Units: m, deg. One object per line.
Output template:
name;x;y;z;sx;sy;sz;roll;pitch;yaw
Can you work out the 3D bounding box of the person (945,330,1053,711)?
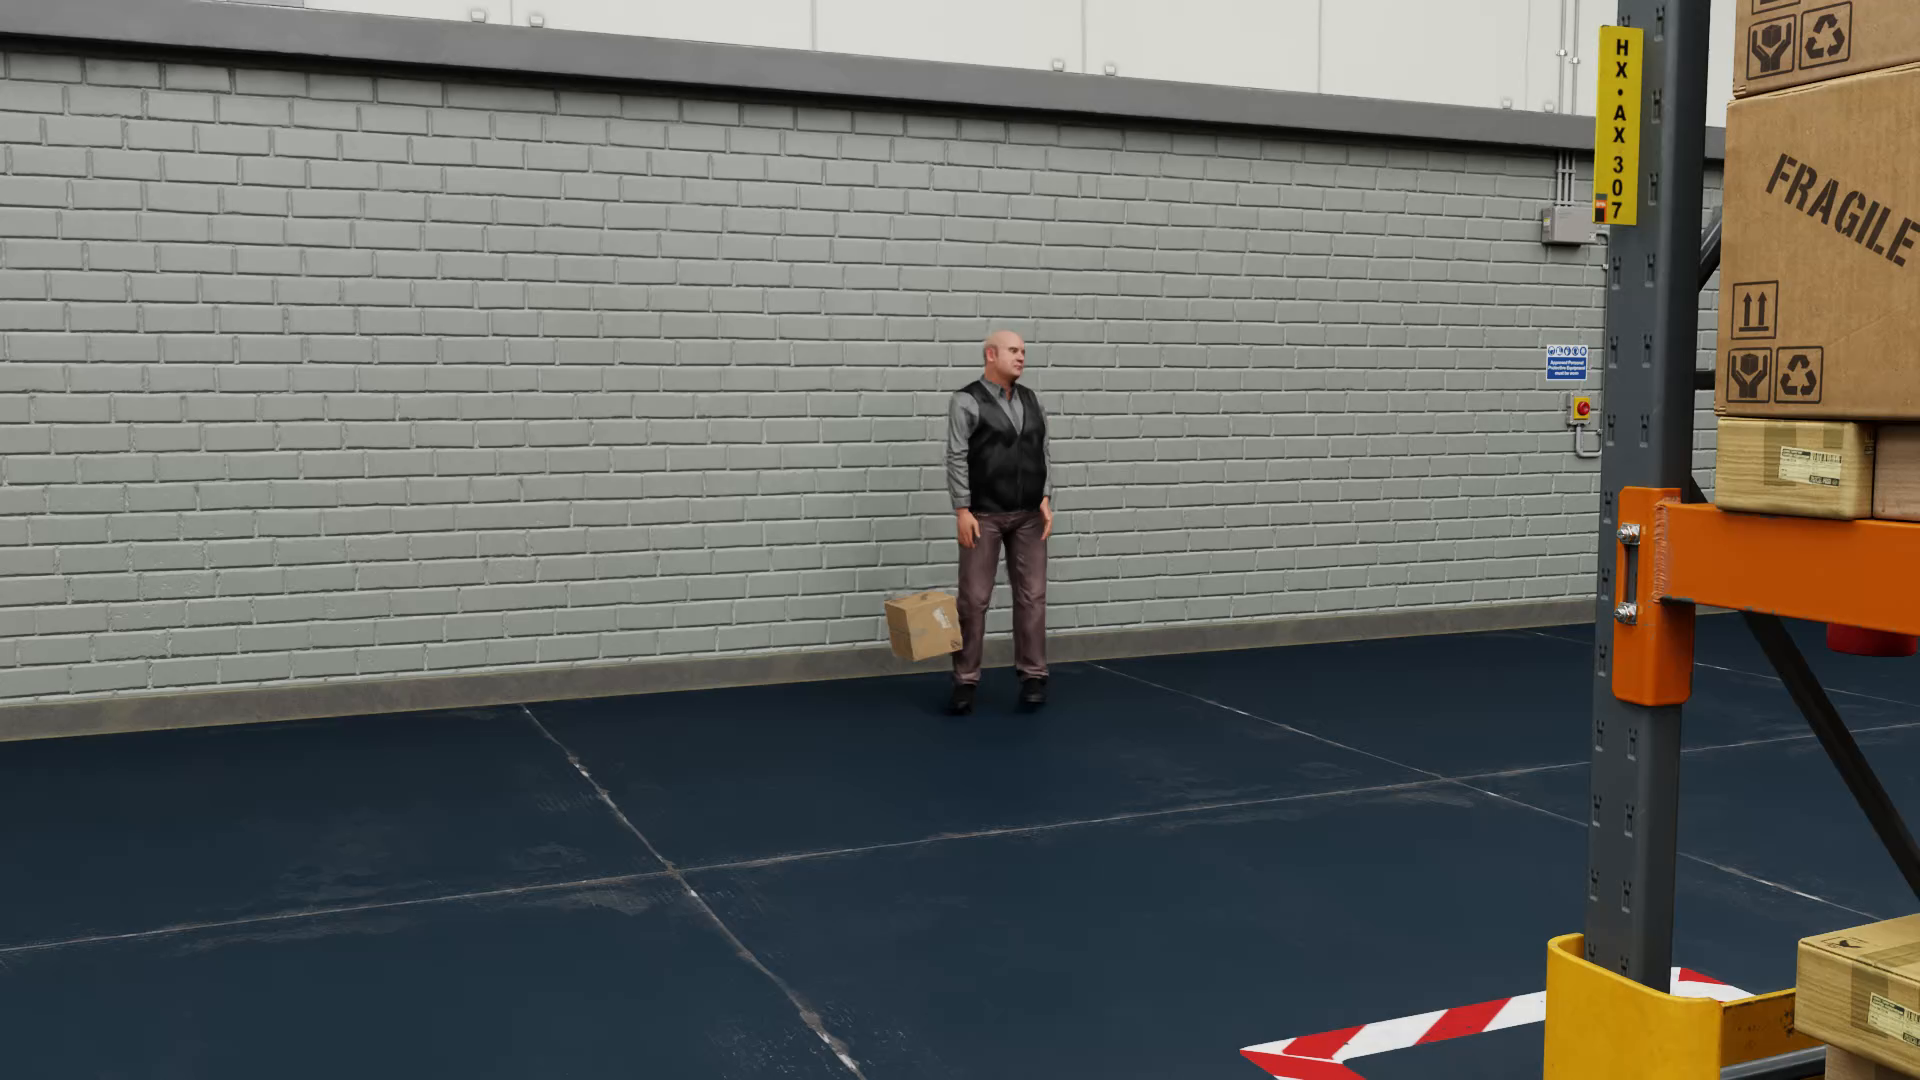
person;0.178;-0.096;7.649;0.573;1.731;0.459;-3;6;-28
